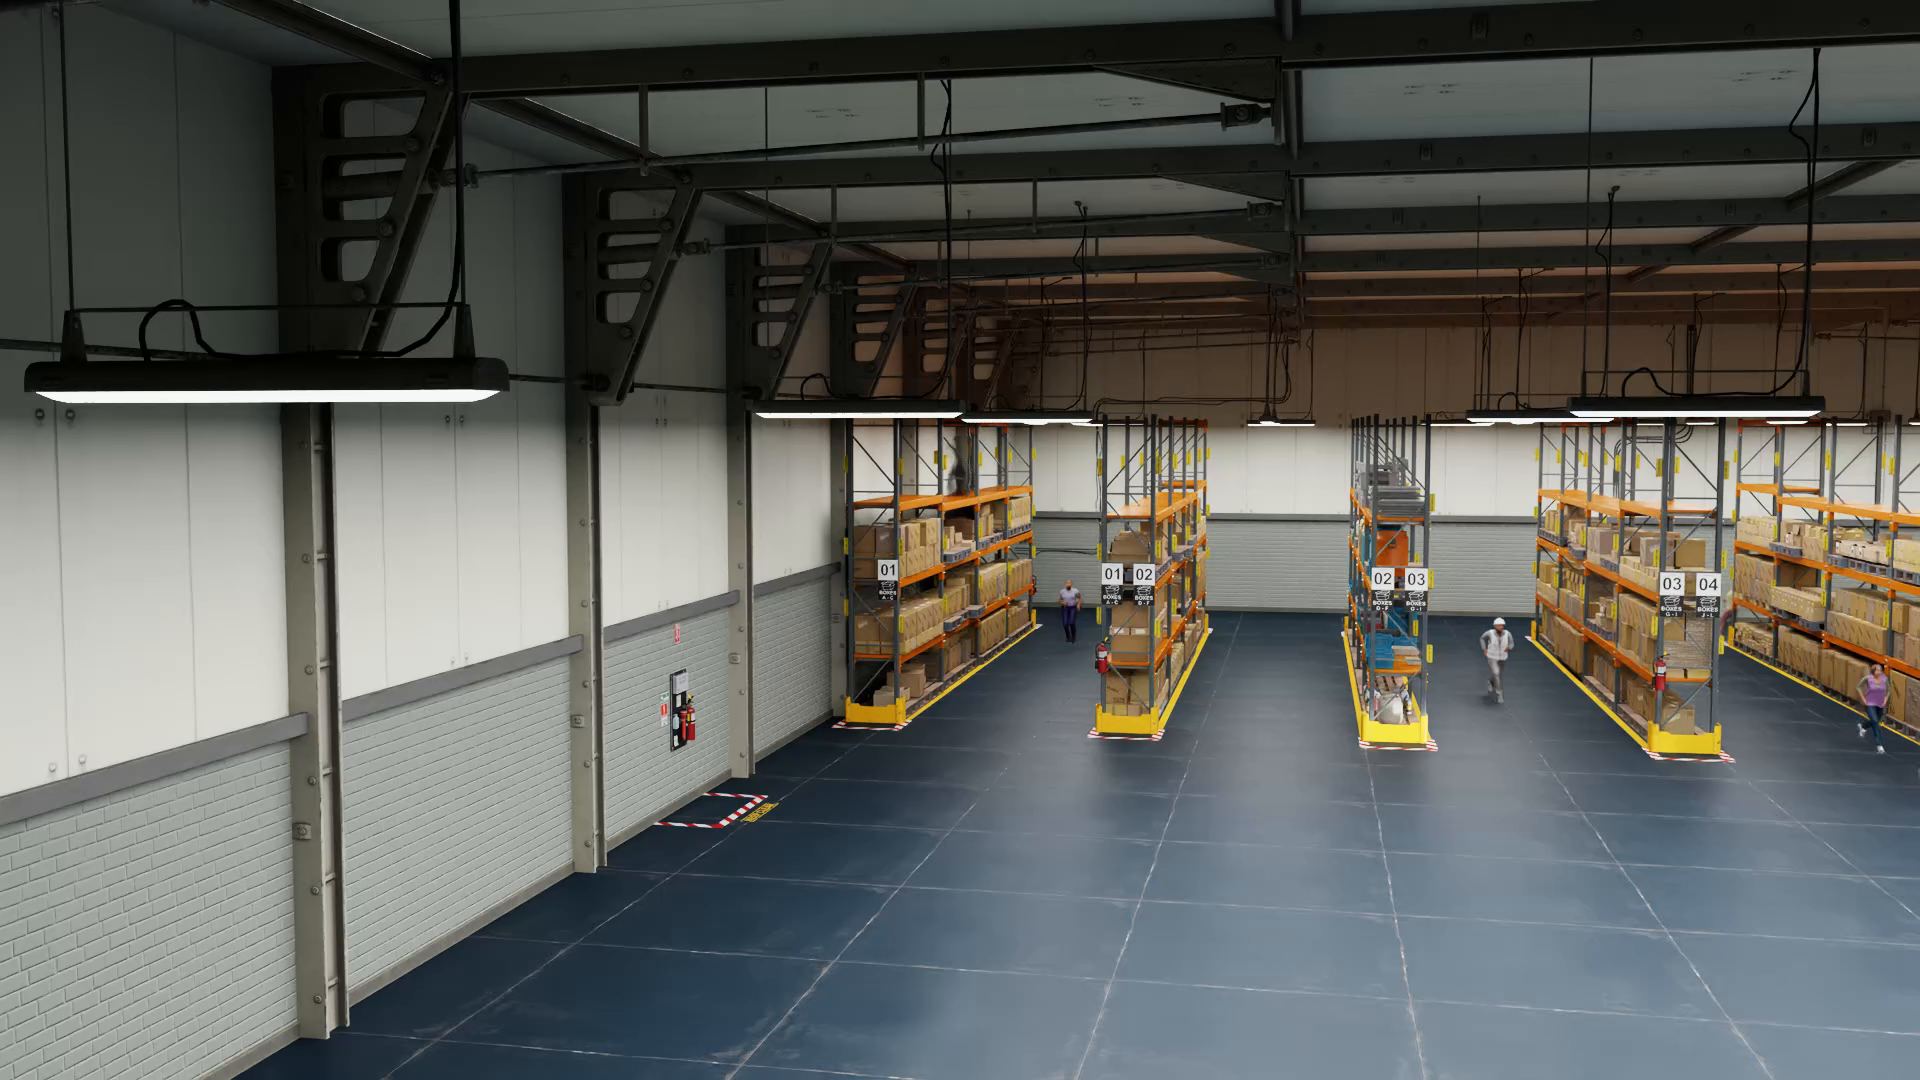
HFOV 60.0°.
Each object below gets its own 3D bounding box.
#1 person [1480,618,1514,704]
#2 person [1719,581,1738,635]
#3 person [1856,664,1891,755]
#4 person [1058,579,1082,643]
[{"bbox_3d":[11.342,2.512,35.172,0.661,1.778,1.083,0,4,-3],"label":"person"},{"bbox_3d":[20.921,1.869,45.274,0.931,1.612,0.615,2,4,32],"label":"person"},{"bbox_3d":[16.307,2.985,29.729,0.536,1.556,0.967,0,4,6],"label":"person"},{"bbox_3d":[2.787,1.824,42.416,0.592,1.643,0.577,1,4,12],"label":"person"}]
